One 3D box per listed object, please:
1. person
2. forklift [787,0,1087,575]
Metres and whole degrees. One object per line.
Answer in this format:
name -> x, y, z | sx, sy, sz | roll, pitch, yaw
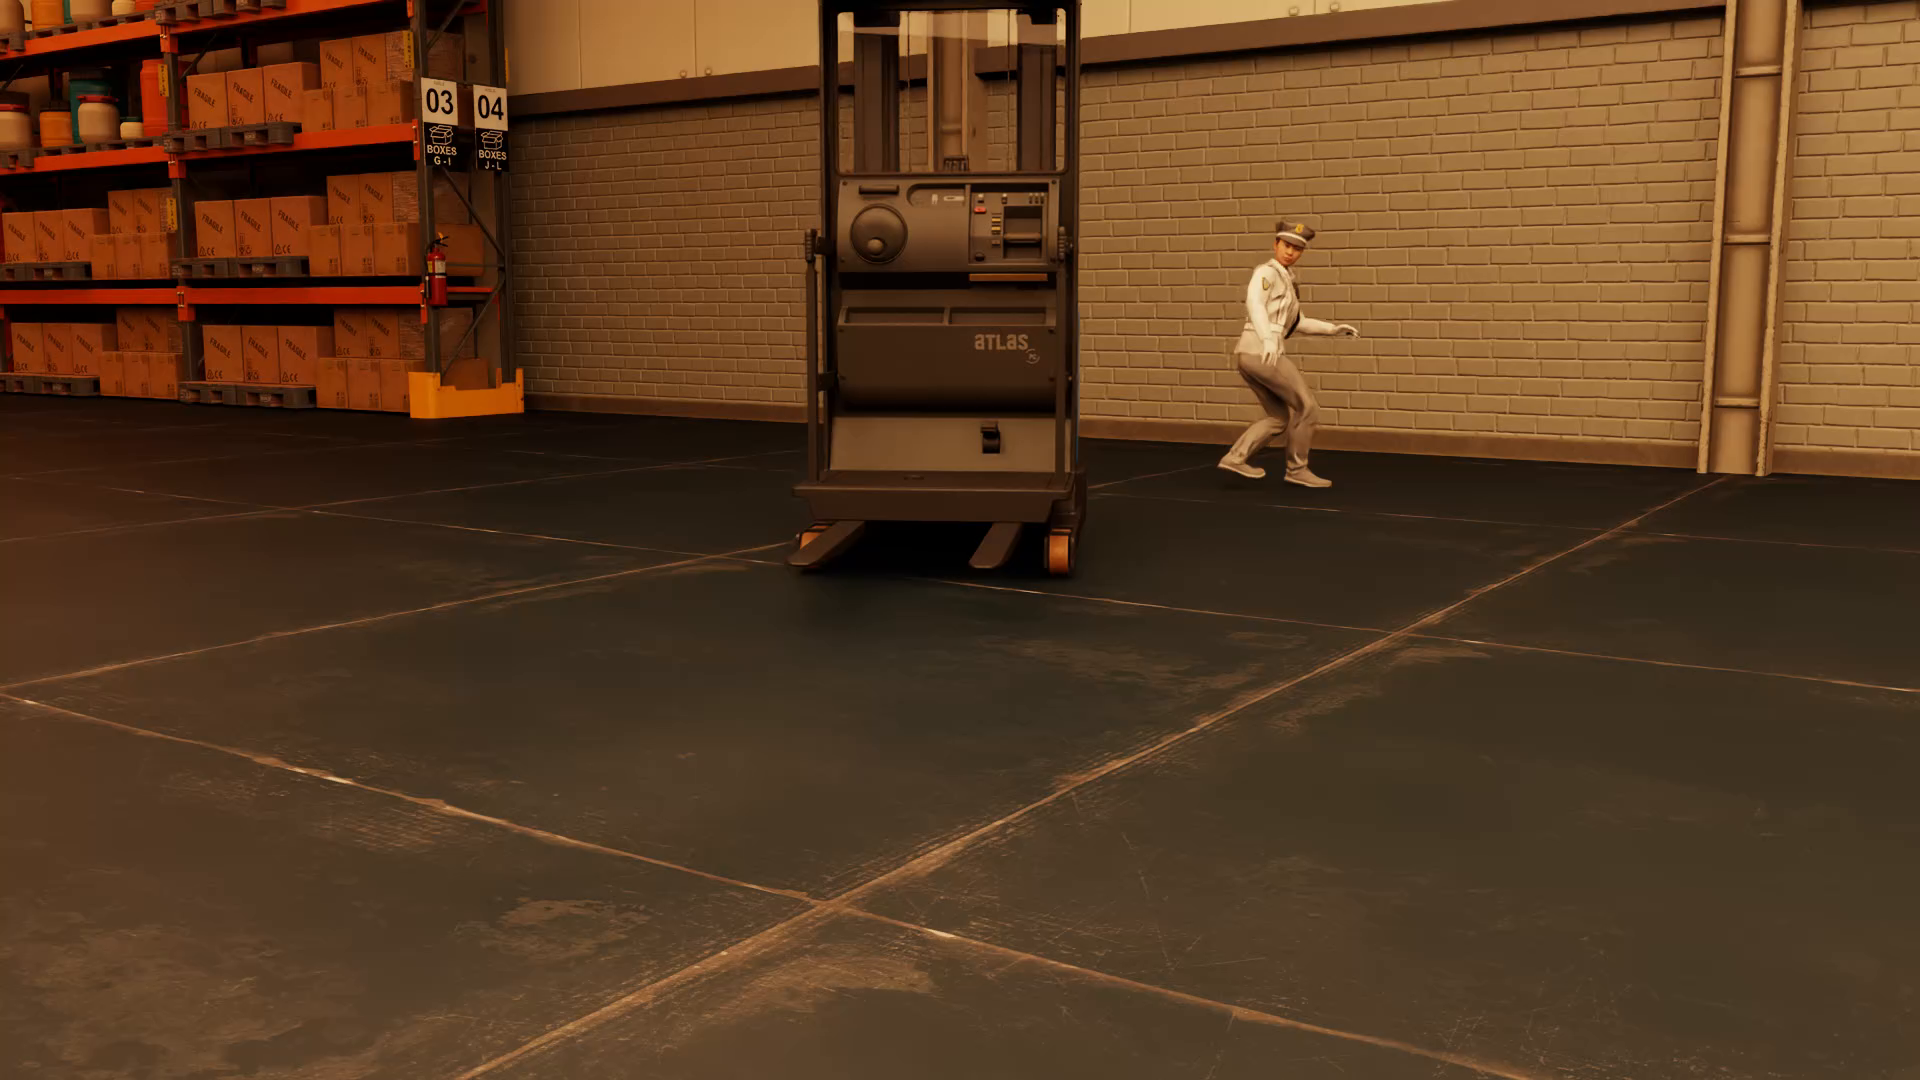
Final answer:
person -> 1.914, -1.057, 9.613 | 0.787, 1.556, 0.801 | 1, 8, 5
forklift -> -0.069, -1.359, 6.747 | 1.130, 2.935, 3.031 | 1, 8, 6
